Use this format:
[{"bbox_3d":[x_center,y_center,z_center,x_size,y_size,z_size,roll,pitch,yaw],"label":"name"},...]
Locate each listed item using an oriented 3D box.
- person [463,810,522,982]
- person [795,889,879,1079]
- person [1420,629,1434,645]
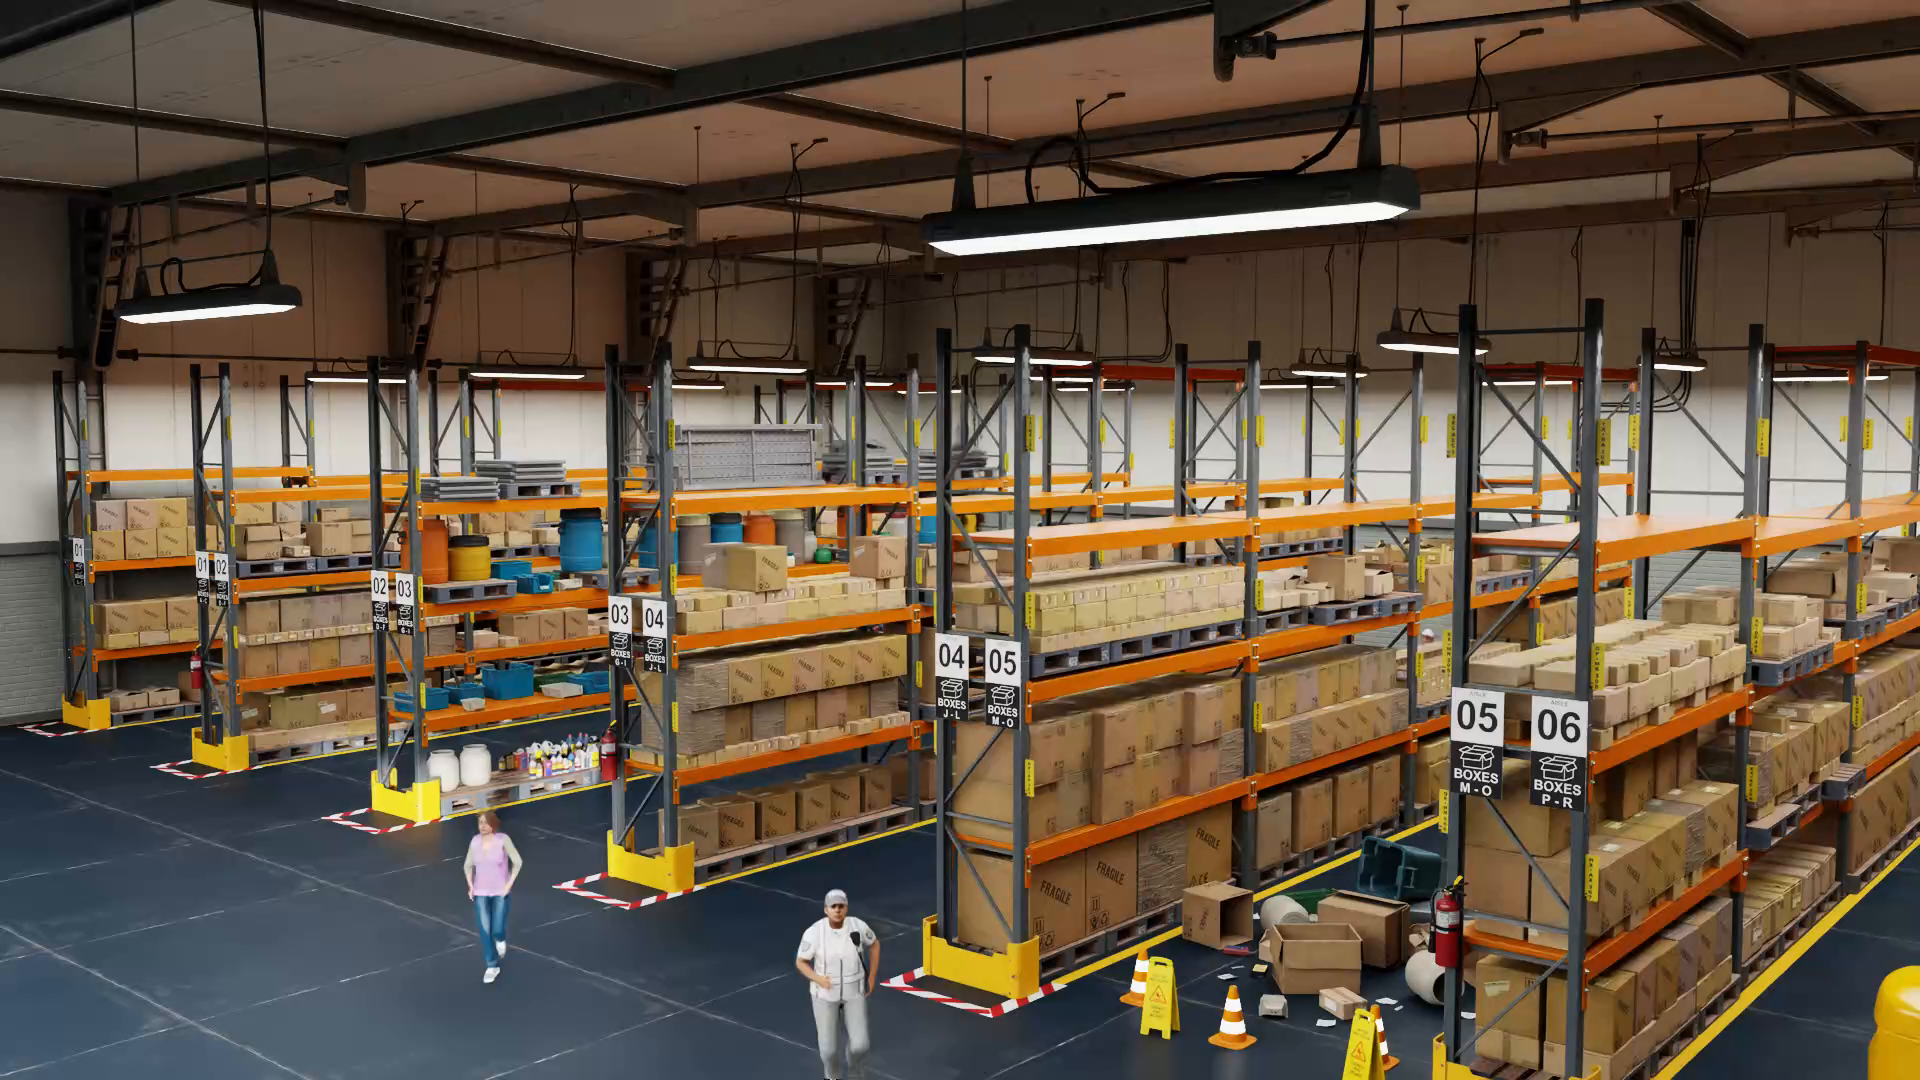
[{"bbox_3d":[-4.345,3.278,15.470,0.536,1.568,0.506,0,4,-1],"label":"person"},{"bbox_3d":[-0.902,3.445,12.512,0.657,1.637,0.522,-1,4,-11],"label":"person"},{"bbox_3d":[7.534,2.323,26.802,0.674,1.798,0.912,4,6,42],"label":"person"}]
